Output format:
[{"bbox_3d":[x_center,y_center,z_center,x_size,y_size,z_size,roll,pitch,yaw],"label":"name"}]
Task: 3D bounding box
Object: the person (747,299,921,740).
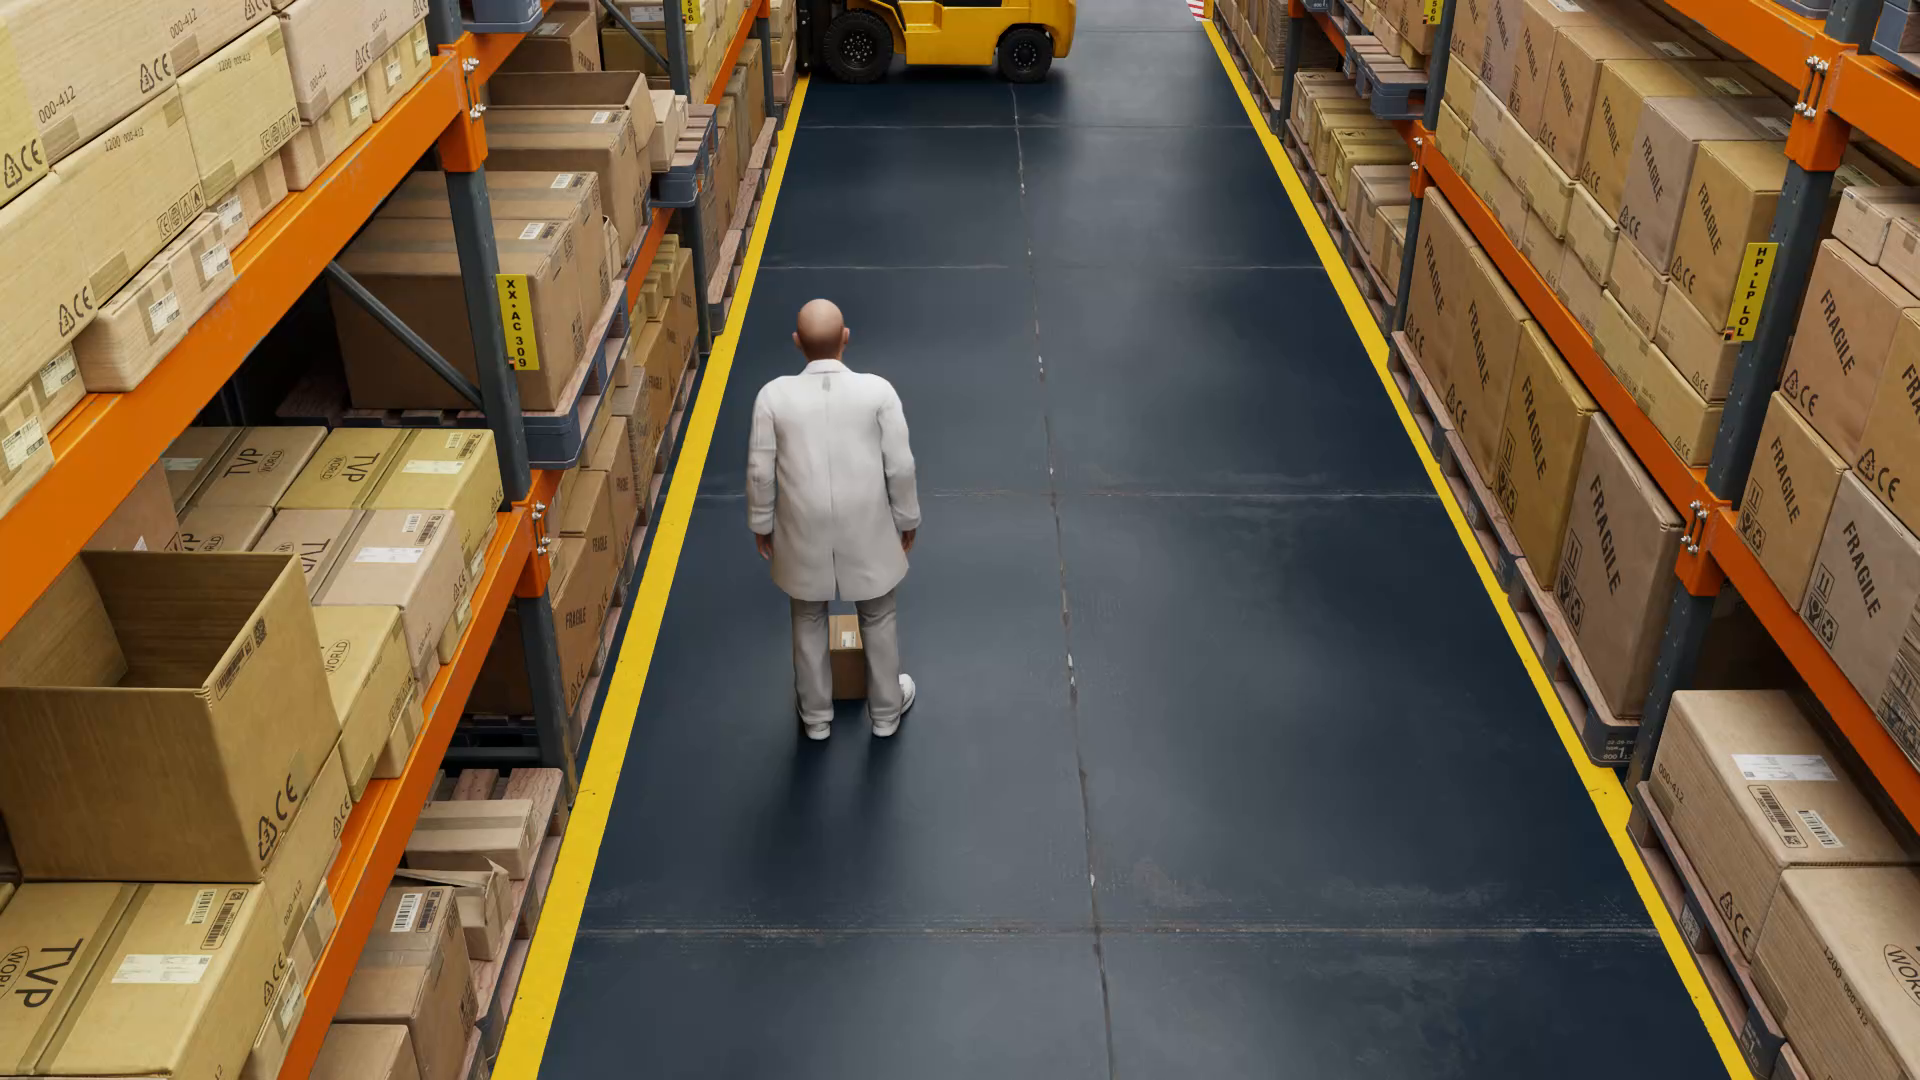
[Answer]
[{"bbox_3d":[-0.468,-0.048,6.229,0.648,1.774,0.421,-1,31,-2],"label":"person"}]
